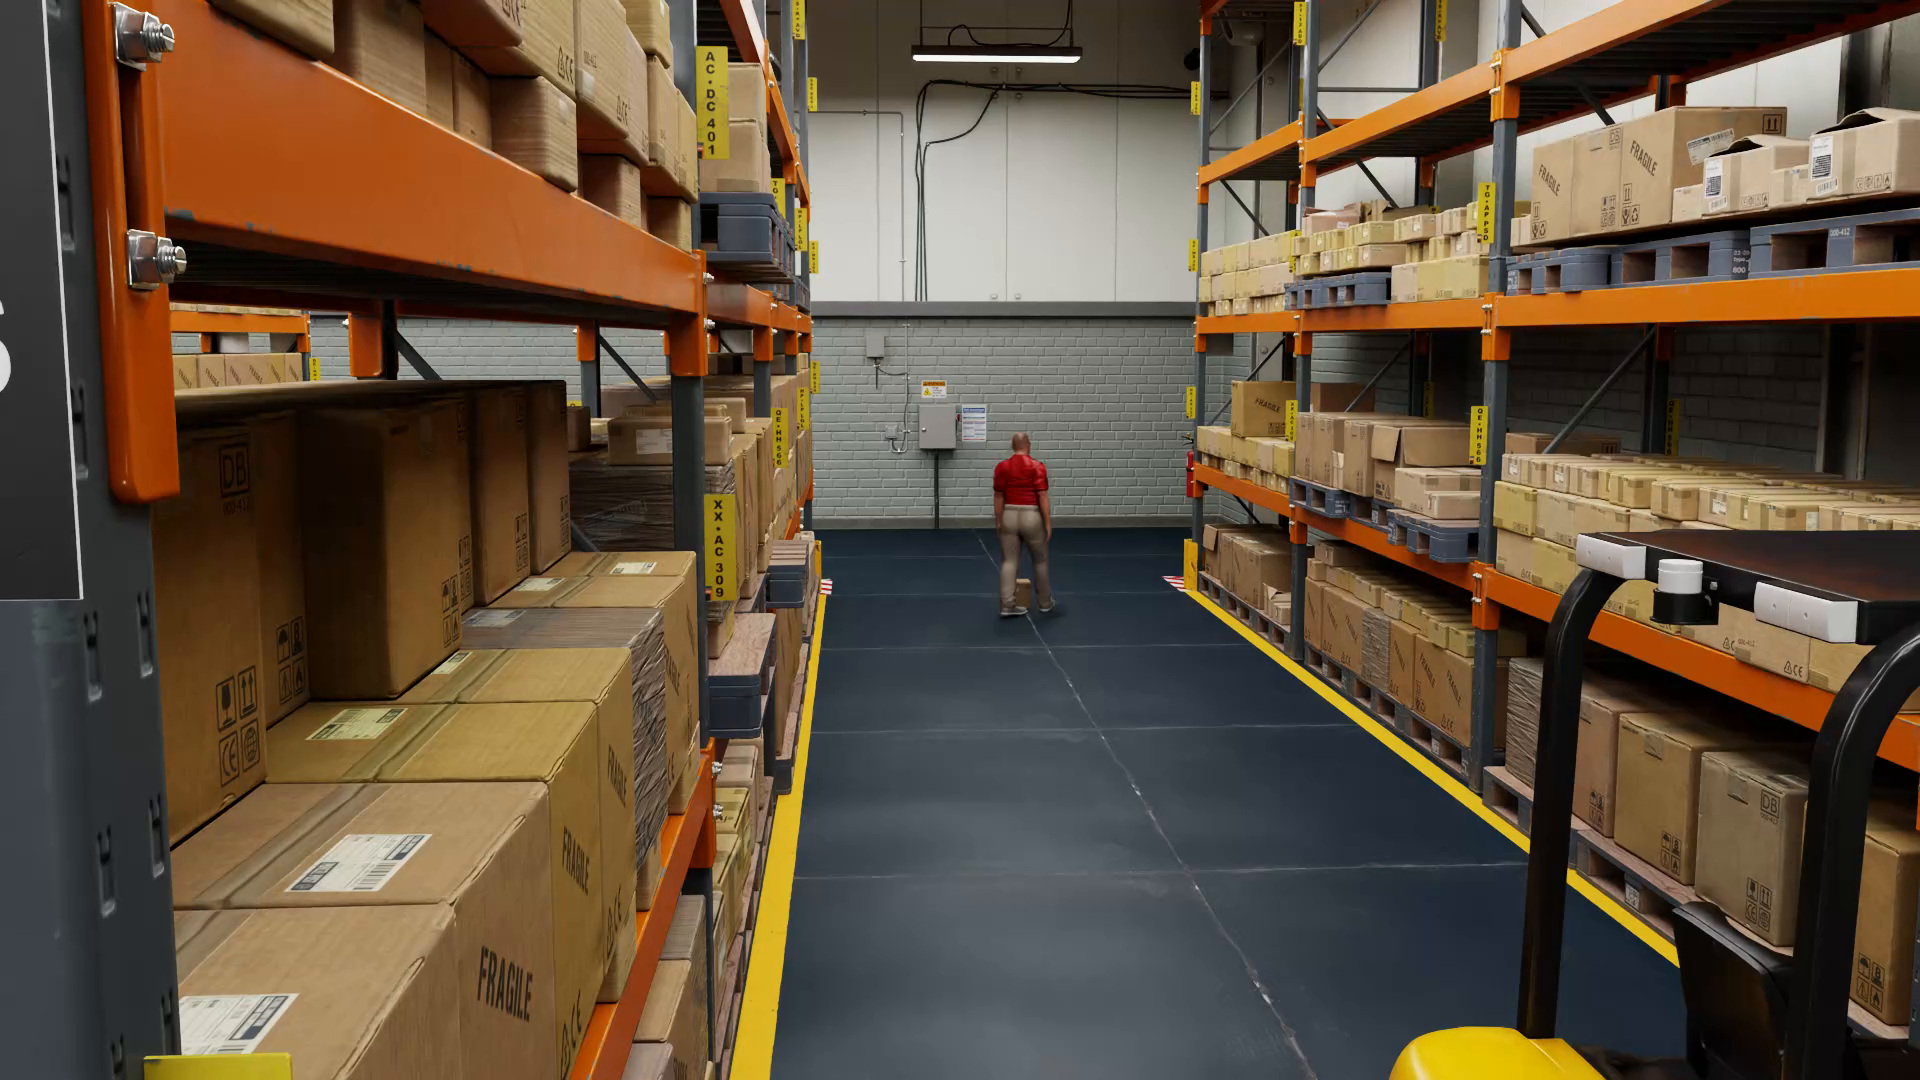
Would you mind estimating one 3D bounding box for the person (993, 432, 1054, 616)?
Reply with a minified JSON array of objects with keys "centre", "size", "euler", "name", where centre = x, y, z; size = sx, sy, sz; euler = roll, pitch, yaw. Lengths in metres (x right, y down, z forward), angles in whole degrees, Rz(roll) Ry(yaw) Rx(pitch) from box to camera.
[{"centre":[0.629,-0.166,15.655],"size":[0.566,1.714,0.694],"euler":[2,7,19],"name":"person"}]
